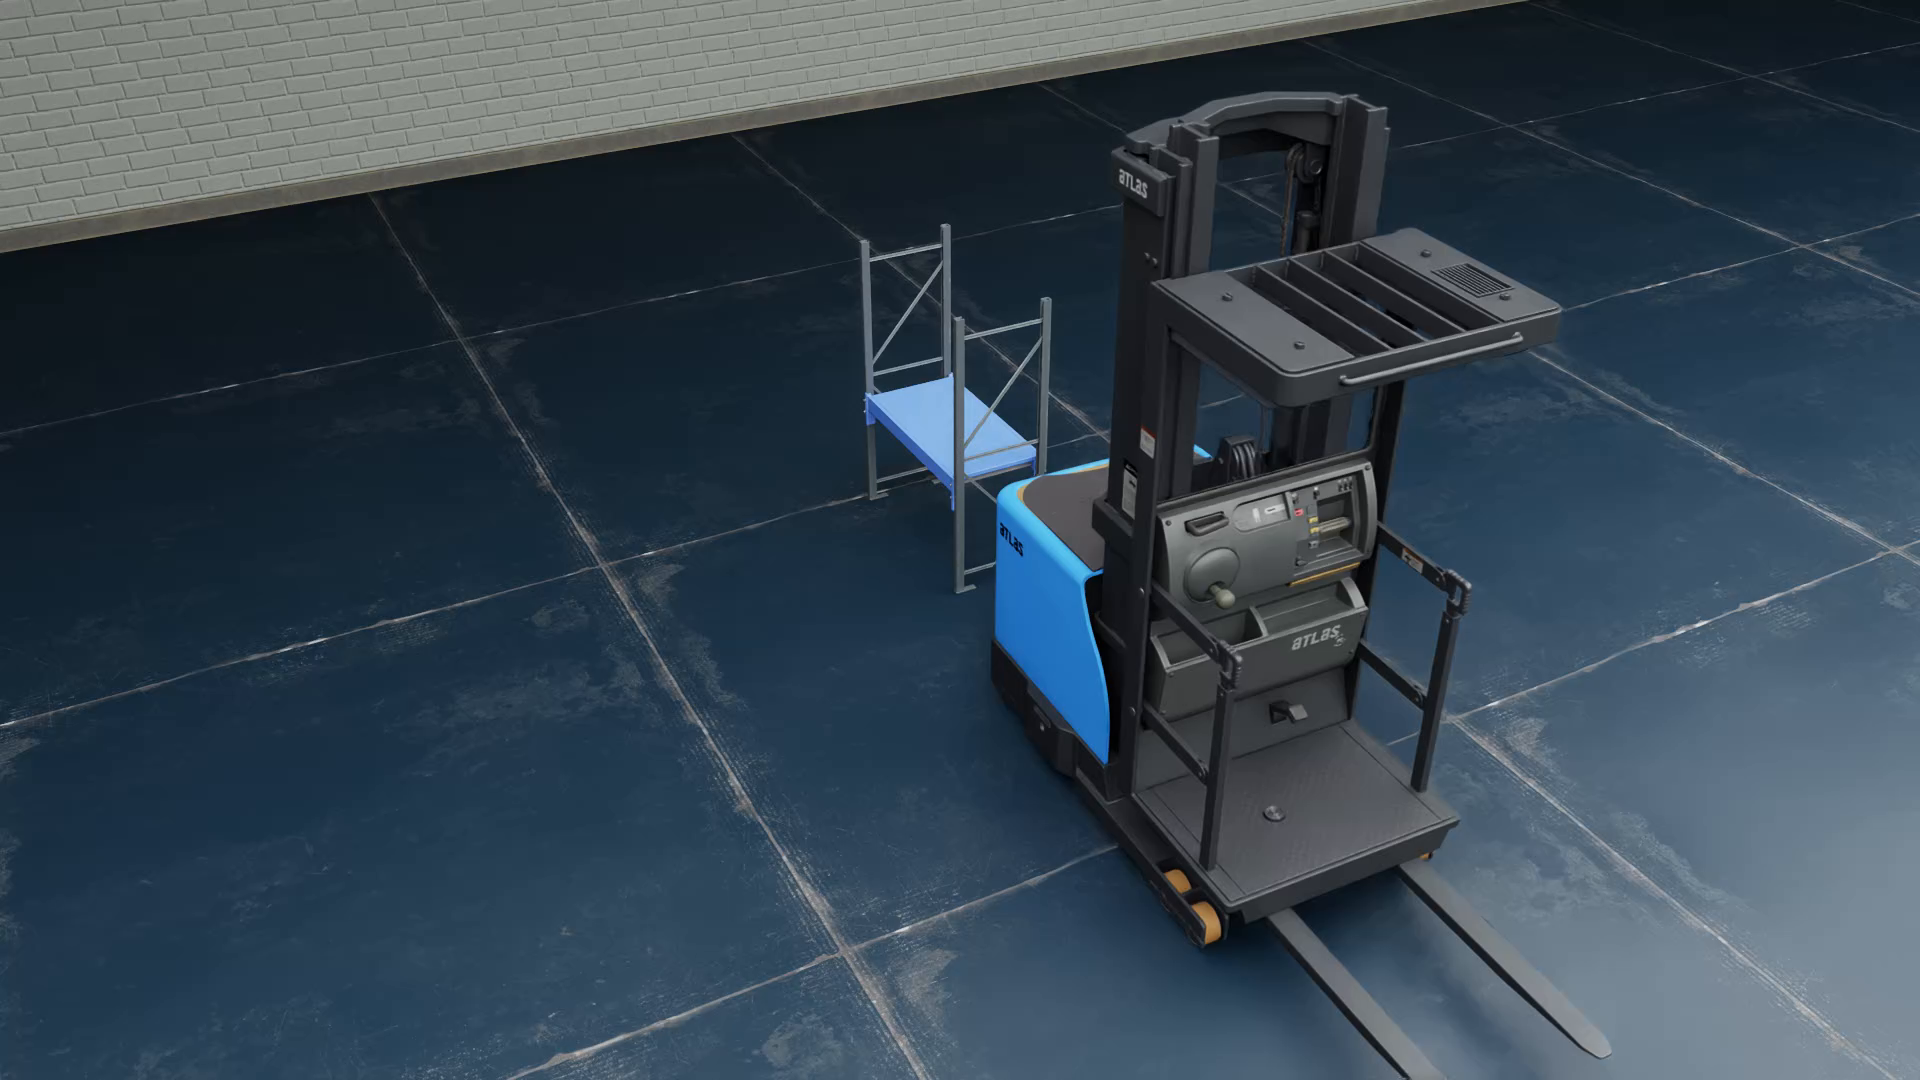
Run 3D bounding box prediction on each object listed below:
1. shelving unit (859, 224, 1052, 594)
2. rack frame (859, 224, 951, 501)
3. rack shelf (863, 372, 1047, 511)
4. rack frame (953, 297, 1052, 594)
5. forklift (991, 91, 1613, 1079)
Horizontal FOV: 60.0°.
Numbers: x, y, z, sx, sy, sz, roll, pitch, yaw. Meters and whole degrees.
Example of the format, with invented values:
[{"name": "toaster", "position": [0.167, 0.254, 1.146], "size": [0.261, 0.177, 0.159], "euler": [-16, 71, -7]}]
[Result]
[{"name": "shelving unit", "position": [-0.040, -0.672, 8.409], "size": [0.538, 1.500, 1.048], "euler": [-16, 36, -23]}, {"name": "rack frame", "position": [-0.277, -0.915, 8.788], "size": [0.500, 1.500, 0.032], "euler": [-16, 36, -23]}, {"name": "rack shelf", "position": [-0.040, -0.521, 8.506], "size": [0.538, 0.185, 1.000], "euler": [-16, 36, -23]}, {"name": "rack frame", "position": [0.197, -0.430, 8.030], "size": [0.500, 1.500, 0.032], "euler": [-16, 36, -23]}, {"name": "forklift", "position": [1.245, 0.036, 5.976], "size": [1.130, 2.935, 3.031], "euler": [-15, 36, -22]}]
